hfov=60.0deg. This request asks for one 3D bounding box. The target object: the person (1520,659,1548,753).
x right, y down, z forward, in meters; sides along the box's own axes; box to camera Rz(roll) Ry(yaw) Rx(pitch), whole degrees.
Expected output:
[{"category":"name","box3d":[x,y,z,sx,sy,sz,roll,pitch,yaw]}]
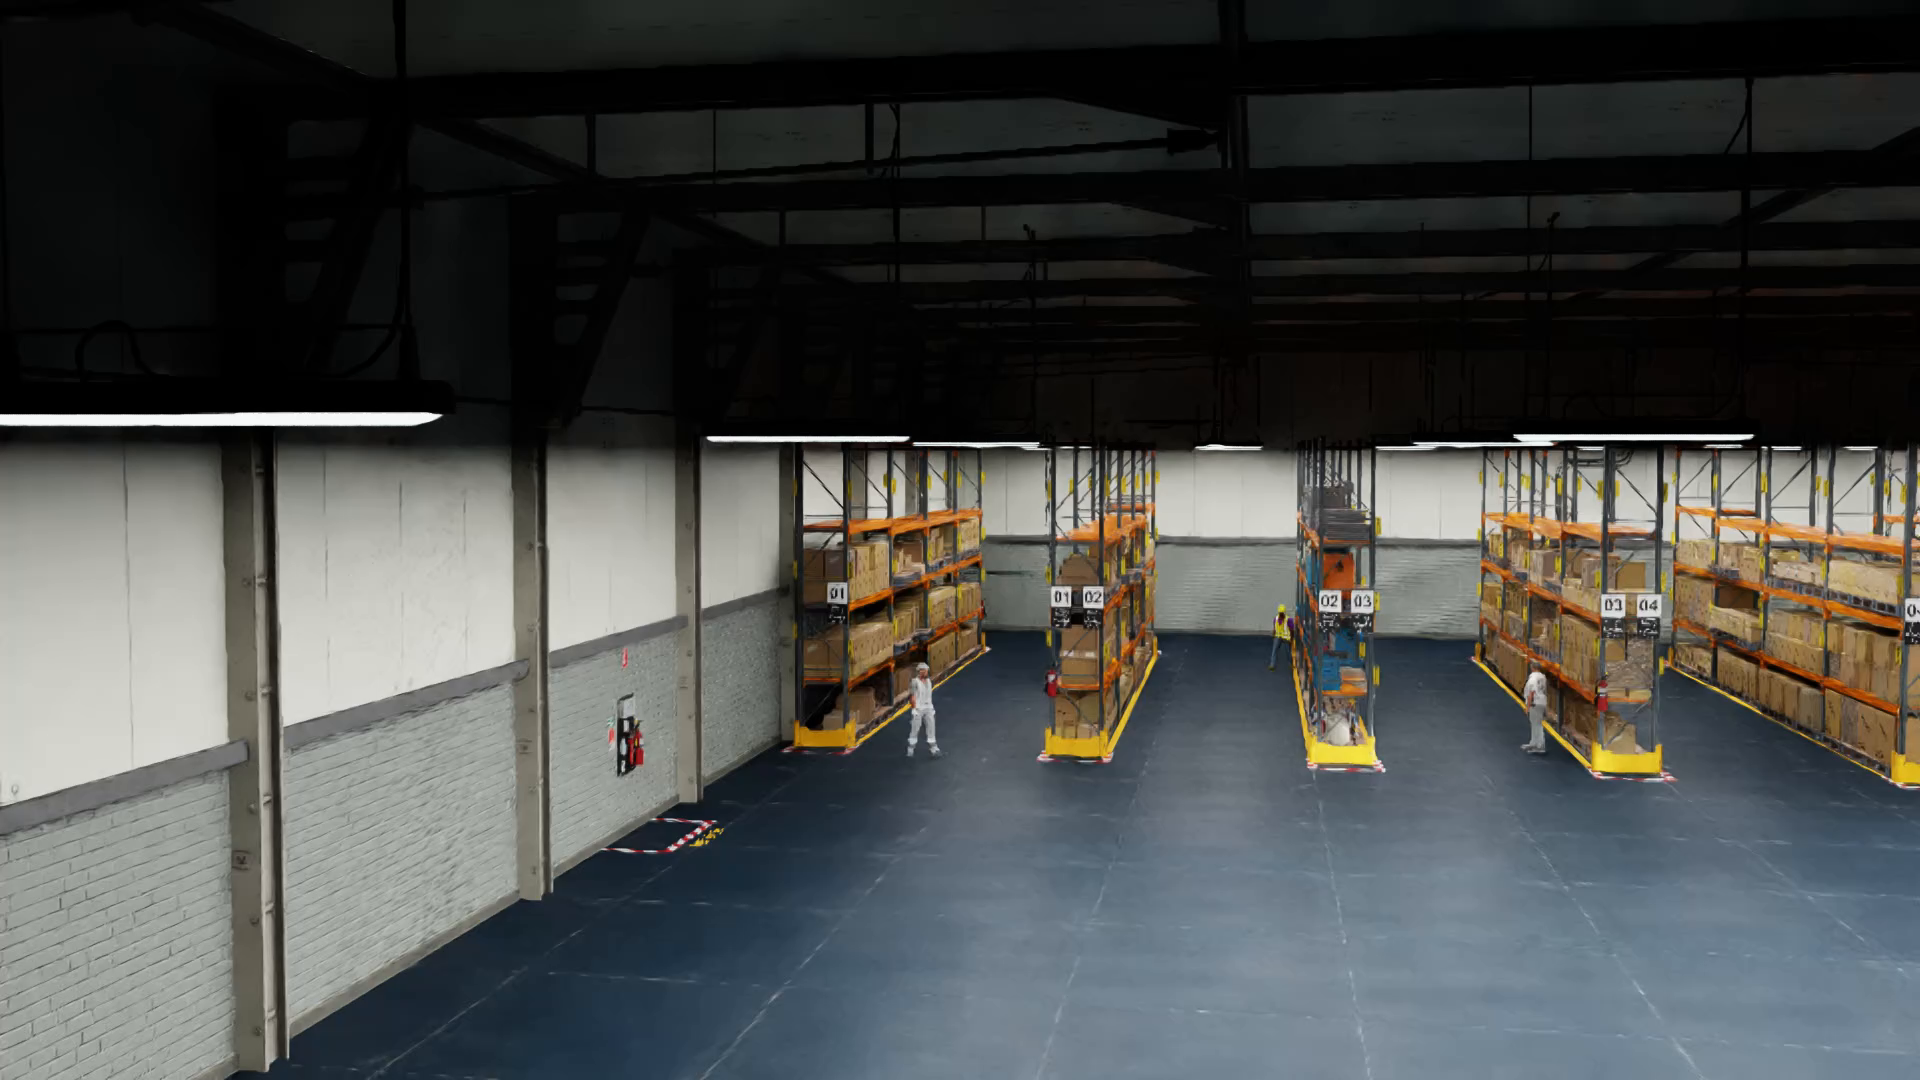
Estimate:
[{"category":"person","box3d":[10.960,3.155,31.758,0.549,1.754,0.623,2,4,38]}]

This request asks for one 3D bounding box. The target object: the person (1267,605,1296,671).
[{"category":"person","box3d":[8.450,2.559,43.629,0.620,1.723,0.955,2,4,34]}]

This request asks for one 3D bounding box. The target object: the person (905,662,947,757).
[{"category":"person","box3d":[-0.672,3.169,31.119,0.711,1.784,0.534,-3,4,-41]}]
